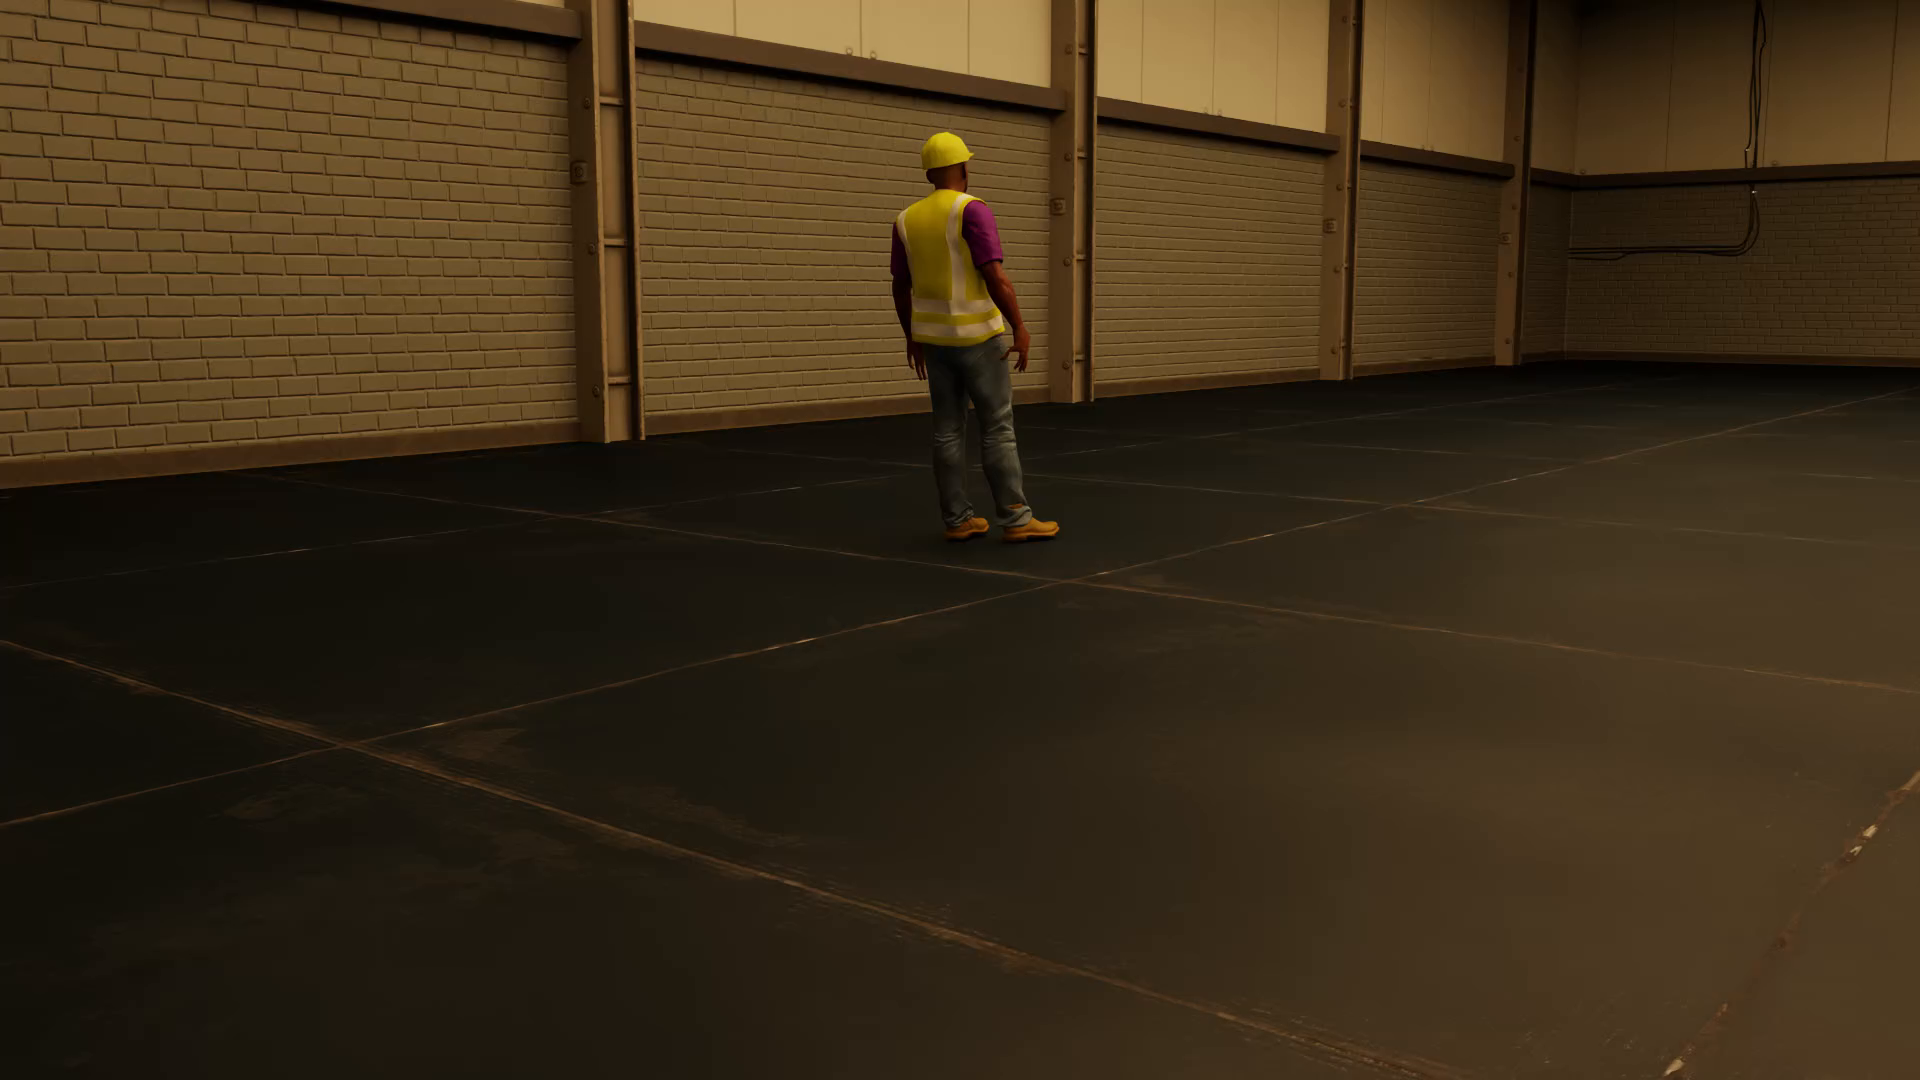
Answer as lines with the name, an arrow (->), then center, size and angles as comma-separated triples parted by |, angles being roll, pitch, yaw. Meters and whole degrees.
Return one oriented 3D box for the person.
person -> 0.049, -0.888, 7.325 | 0.665, 1.765, 0.577 | 7, 11, 38
